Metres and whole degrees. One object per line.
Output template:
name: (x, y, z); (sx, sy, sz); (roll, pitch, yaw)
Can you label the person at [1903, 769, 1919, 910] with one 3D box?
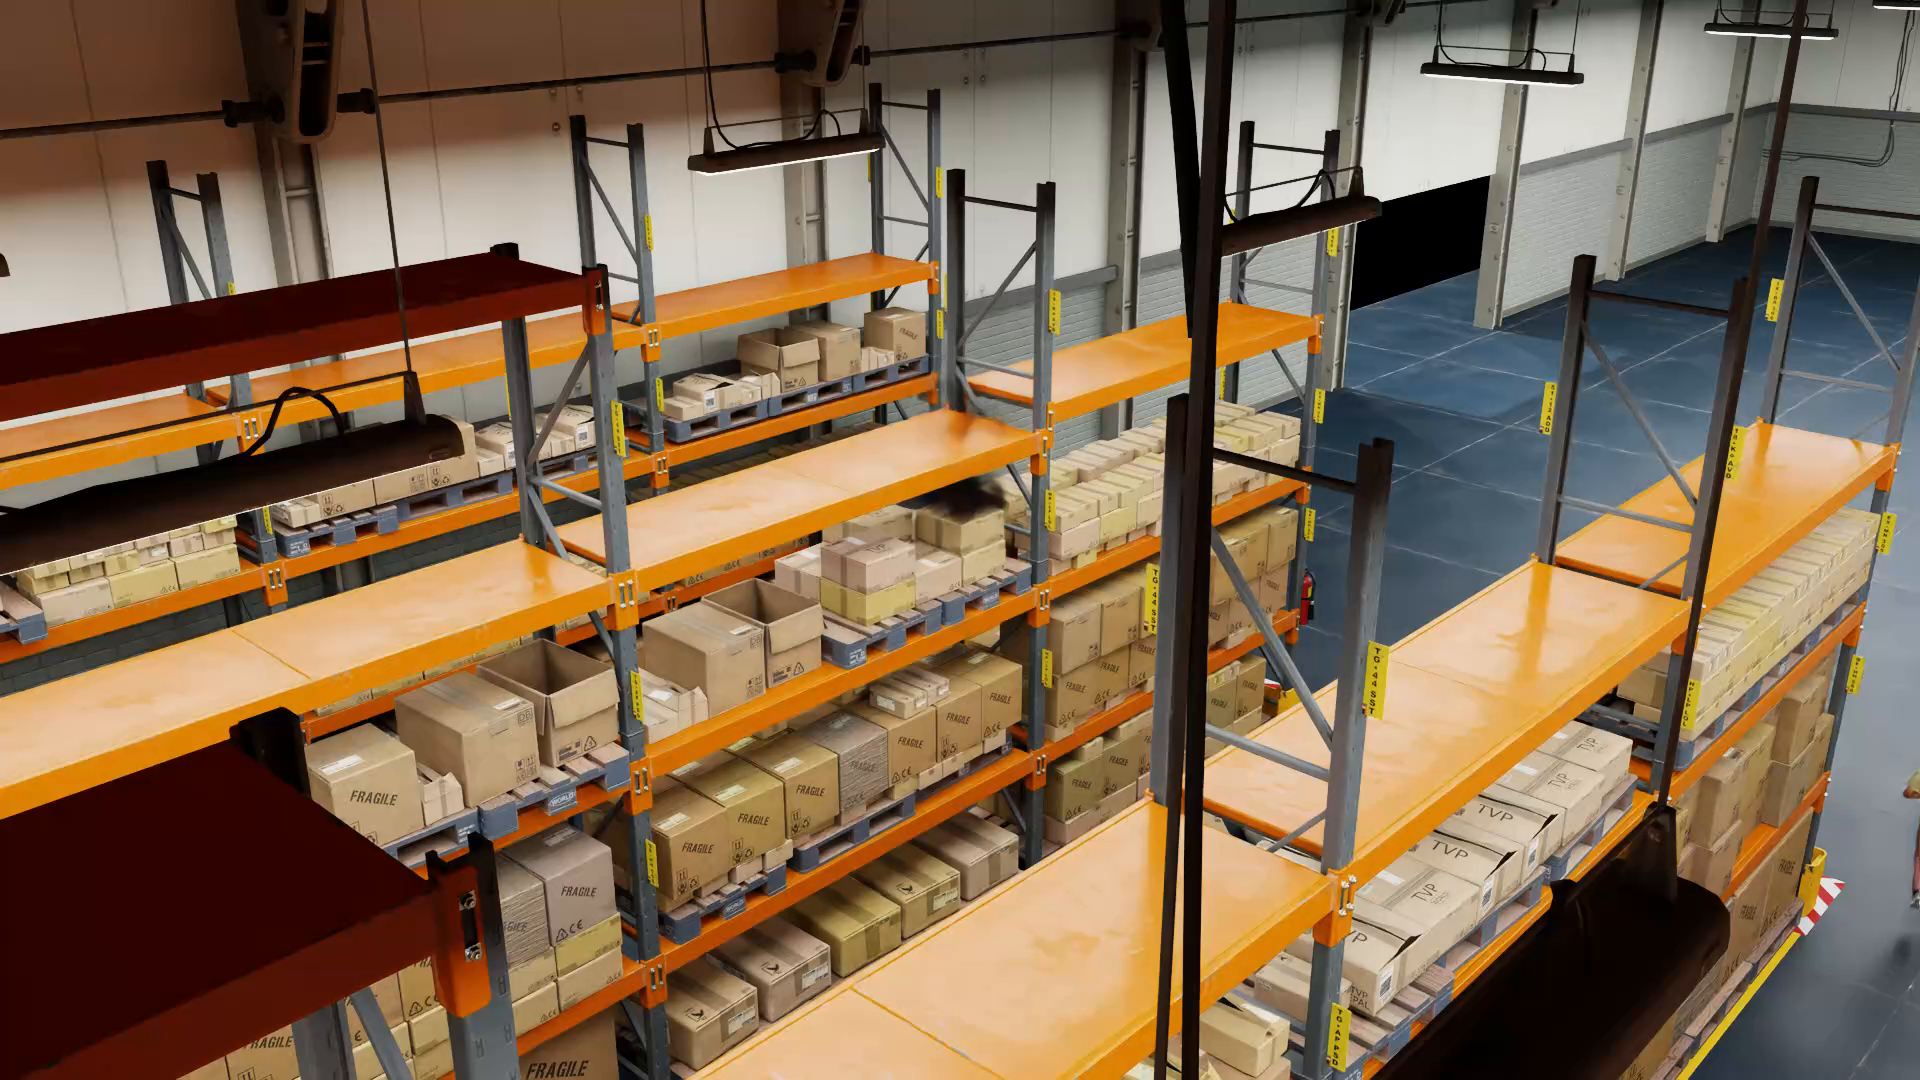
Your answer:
person: (8.083, 2.372, 13.740); (0.609, 1.627, 0.769); (11, 24, 26)
